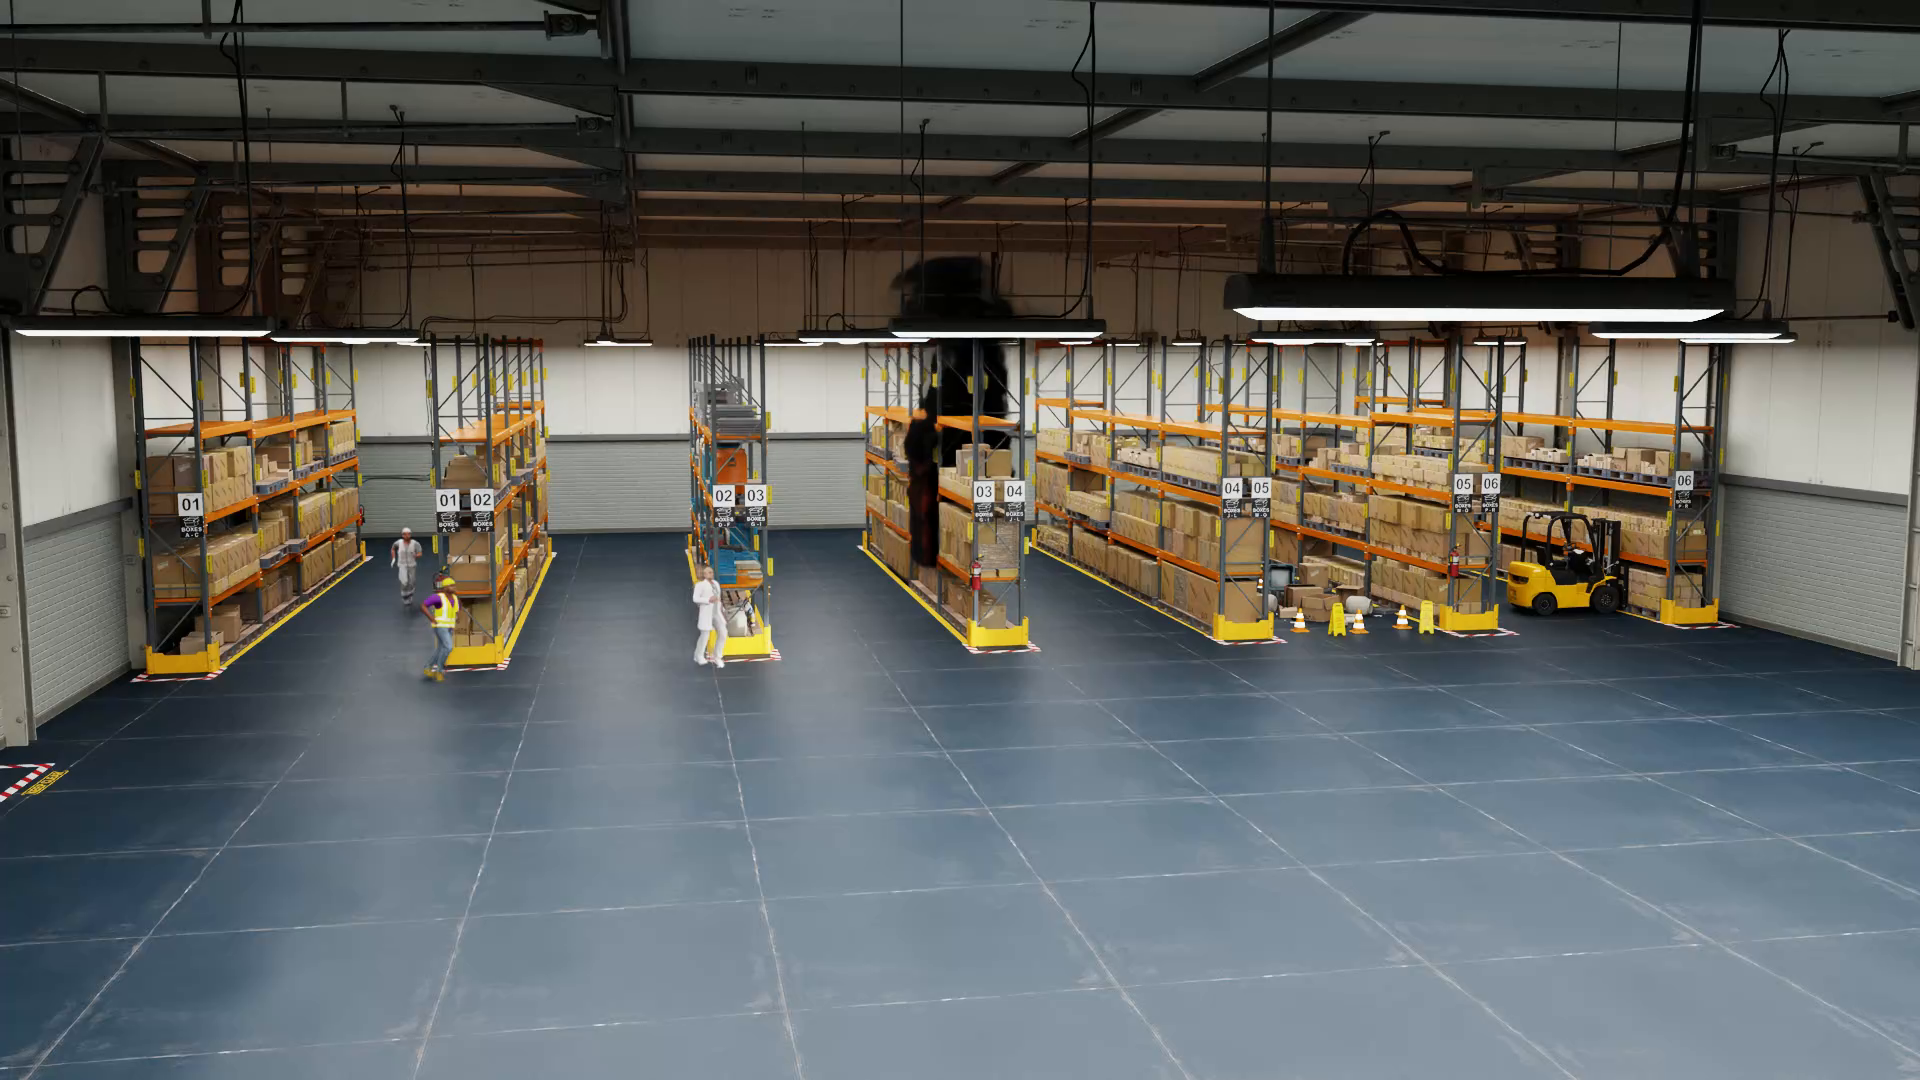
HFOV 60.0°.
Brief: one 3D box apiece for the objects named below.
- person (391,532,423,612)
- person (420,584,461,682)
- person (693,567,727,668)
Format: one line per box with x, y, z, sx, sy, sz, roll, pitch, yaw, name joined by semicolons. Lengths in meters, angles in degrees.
-12.175;0.661;36.632;0.643;1.796;0.876;-3;7;-23;person
-9.016;1.580;29.006;0.670;1.765;0.689;3;7;22;person
-4.517;1.442;30.041;0.709;1.749;0.726;-6;9;-44;person
